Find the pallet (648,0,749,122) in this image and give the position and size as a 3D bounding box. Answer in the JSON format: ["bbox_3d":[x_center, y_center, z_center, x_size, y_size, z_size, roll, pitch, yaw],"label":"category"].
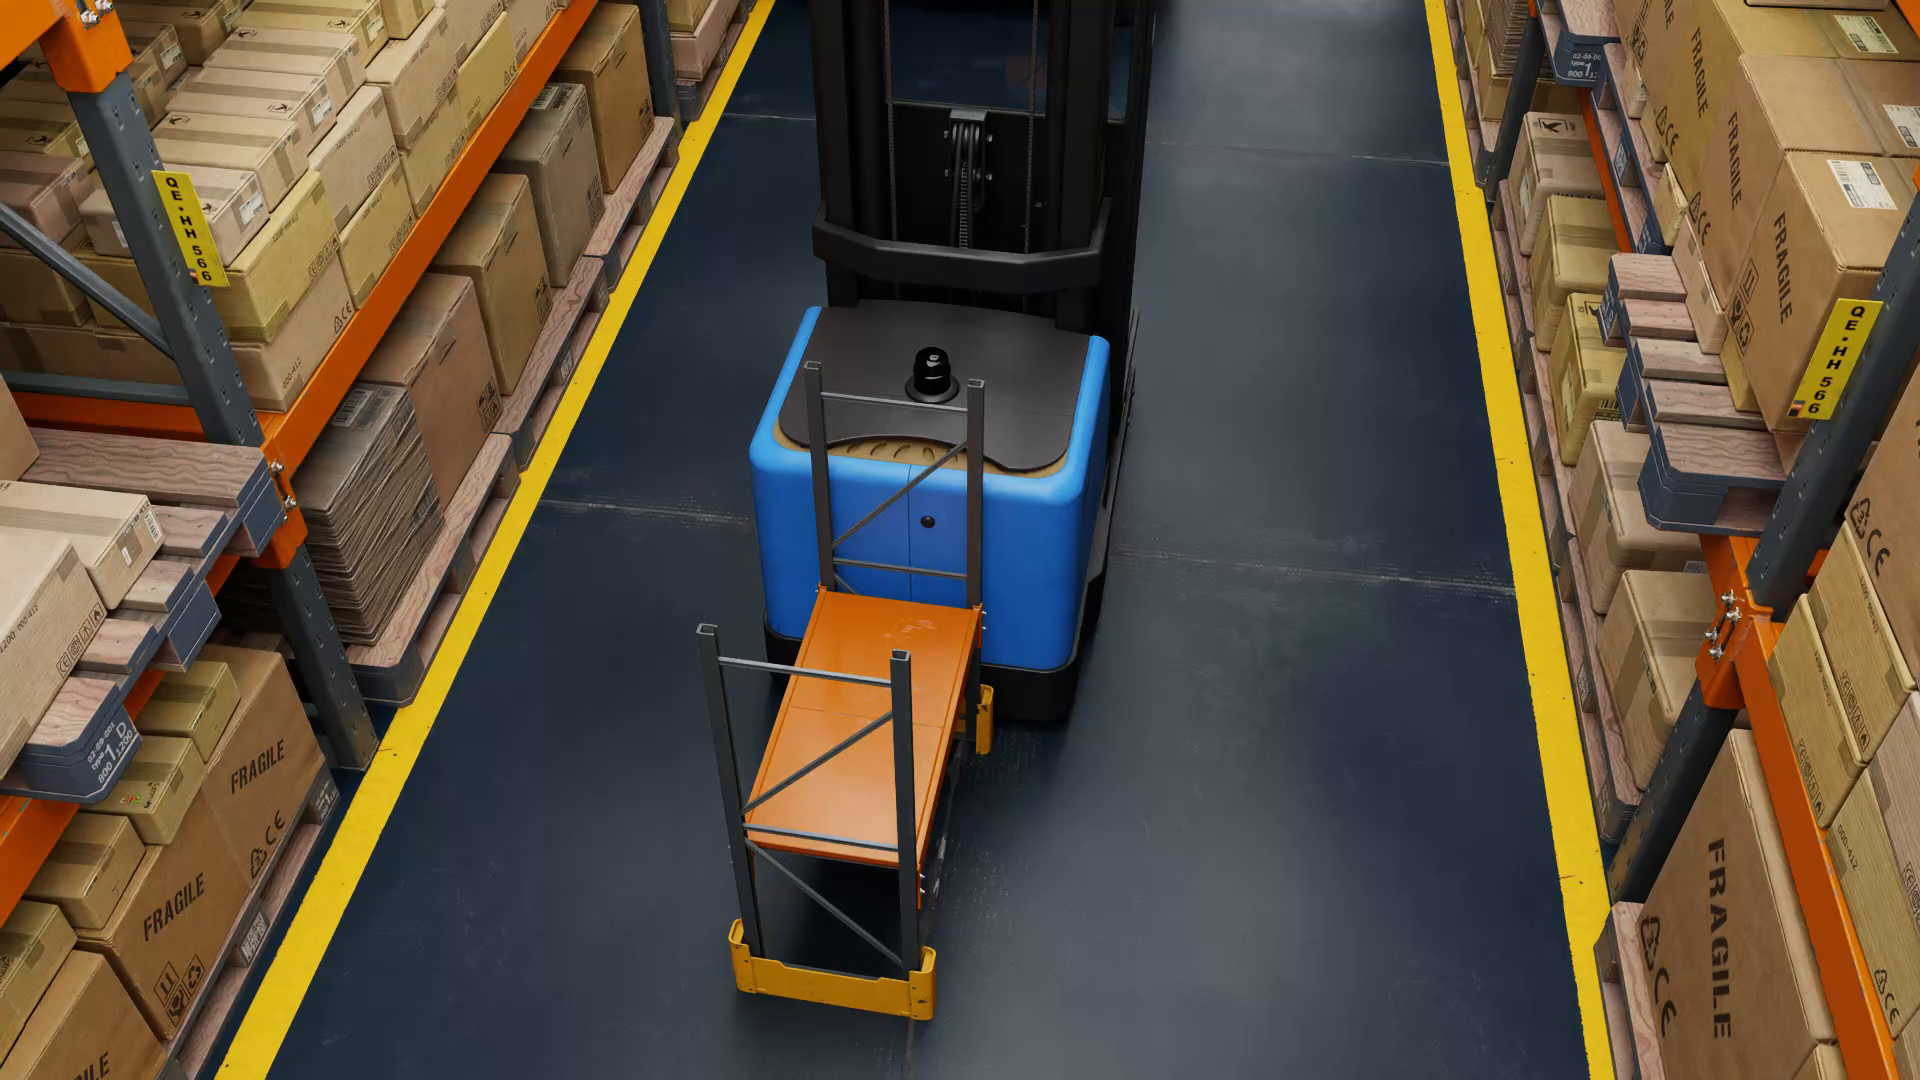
[{"bbox_3d":[-1.756,-2.665,8.910,1.003,0.211,1.213,5,44,6],"label":"pallet"}]

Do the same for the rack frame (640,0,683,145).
[{"bbox_3d":[-1.903,-3.139,7.383,1.000,3.000,0.127,5,44,6],"label":"rack frame"}]

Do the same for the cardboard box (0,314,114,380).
[{"bbox_3d":[-2.626,-0.688,4.904,0.500,0.250,0.500,4,44,5],"label":"cardboard box"}]

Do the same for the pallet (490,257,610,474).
[{"bbox_3d":[-2.120,-0.787,6.927,1.003,0.211,1.213,5,44,6],"label":"pallet"}]

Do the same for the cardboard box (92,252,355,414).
[{"bbox_3d":[-2.131,-0.639,4.852,0.500,0.250,0.500,5,44,6],"label":"cardboard box"}]

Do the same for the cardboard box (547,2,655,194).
[{"bbox_3d":[-1.960,-2.072,7.679,0.875,0.625,0.625,7,44,7],"label":"cardboard box"}]

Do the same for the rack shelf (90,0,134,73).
[{"bbox_3d":[-2.167,-2.604,5.160,1.077,0.370,4.000,5,44,6],"label":"rack shelf"}]

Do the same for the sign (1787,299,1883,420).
[{"bbox_3d":[1.950,-0.399,3.705,0.100,0.325,0.005,5,44,6],"label":"sign"}]

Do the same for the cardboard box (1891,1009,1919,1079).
[{"bbox_3d":[2.050,1.110,3.006,0.500,0.250,0.500,7,44,7],"label":"cardboard box"}]

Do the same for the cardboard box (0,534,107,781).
[{"bbox_3d":[-2.250,0.238,3.621,0.500,0.250,0.500,3,44,4],"label":"cardboard box"}]

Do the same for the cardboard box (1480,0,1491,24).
[{"bbox_3d":[2.896,-2.891,8.271,0.500,0.500,0.500,6,44,6],"label":"cardboard box"}]

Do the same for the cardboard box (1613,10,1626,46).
[{"bbox_3d":[2.553,-1.863,5.913,0.380,0.149,0.250,6,44,6],"label":"cardboard box"}]

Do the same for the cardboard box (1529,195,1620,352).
[{"bbox_3d":[2.859,-1.041,6.773,0.950,0.372,0.625,8,44,8],"label":"cardboard box"}]

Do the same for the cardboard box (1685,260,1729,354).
[{"bbox_3d":[2.252,-0.635,4.617,0.380,0.149,0.250,5,44,5],"label":"cardboard box"}]

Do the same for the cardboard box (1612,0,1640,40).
[{"bbox_3d":[2.527,-2.016,5.603,0.500,0.500,0.500,5,44,5],"label":"cardboard box"}]

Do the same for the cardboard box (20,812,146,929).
[{"bbox_3d":[-2.330,0.831,4.232,0.380,0.149,0.250,4,44,4],"label":"cardboard box"}]

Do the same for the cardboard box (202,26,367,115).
[{"bbox_3d":[-2.033,-1.414,5.017,0.380,0.149,0.250,6,44,6],"label":"cardboard box"}]

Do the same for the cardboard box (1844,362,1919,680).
[{"bbox_3d":[2.182,-0.050,3.321,0.500,0.500,0.500,4,44,4],"label":"cardboard box"}]

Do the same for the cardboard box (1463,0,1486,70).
[{"bbox_3d":[2.890,-2.635,8.546,0.500,0.250,0.500,4,44,4],"label":"cardboard box"}]

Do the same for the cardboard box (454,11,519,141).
[{"bbox_3d":[-1.928,-1.686,5.958,0.500,0.250,0.500,7,44,7],"label":"cardboard box"}]

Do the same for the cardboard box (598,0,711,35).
[{"bbox_3d":[-1.533,-2.776,8.331,0.500,0.250,0.500,5,44,5],"label":"cardboard box"}]

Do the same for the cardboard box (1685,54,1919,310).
[{"bbox_3d":[2.331,-0.949,4.476,0.500,0.500,0.500,5,44,5],"label":"cardboard box"}]

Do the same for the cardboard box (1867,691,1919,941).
[{"bbox_3d":[2.108,0.584,3.197,0.500,0.250,0.500,6,44,7],"label":"cardboard box"}]

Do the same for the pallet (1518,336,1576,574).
[{"bbox_3d":[2.758,-0.313,6.427,1.003,0.211,1.213,5,44,6],"label":"pallet"}]

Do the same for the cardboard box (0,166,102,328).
[{"bbox_3d":[-2.648,-0.871,4.734,0.500,0.250,0.500,6,44,6],"label":"cardboard box"}]

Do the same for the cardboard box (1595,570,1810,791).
[{"bbox_3d":[2.574,0.453,5.195,0.950,0.372,0.625,3,43,3],"label":"cardboard box"}]

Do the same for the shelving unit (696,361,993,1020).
[{"bbox_3d":[-0.273,0.441,4.694,0.587,1.500,1.083,7,44,7],"label":"shelving unit"}]

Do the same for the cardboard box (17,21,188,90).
[{"bbox_3d":[-2.607,-1.458,5.063,0.380,0.149,0.250,4,44,5],"label":"cardboard box"}]

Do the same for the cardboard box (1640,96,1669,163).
[{"bbox_3d":[2.426,-1.333,5.354,0.380,0.149,0.250,4,44,4],"label":"cardboard box"}]

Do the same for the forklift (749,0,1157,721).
[{"bbox_3d":[0.110,-1.487,5.689,1.130,2.935,3.031,7,44,7],"label":"forklift"}]

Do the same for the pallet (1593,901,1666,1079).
[{"bbox_3d":[2.310,1.579,4.429,1.003,0.211,1.213,5,44,6],"label":"pallet"}]

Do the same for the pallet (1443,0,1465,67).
[{"bbox_3d":[3.231,-2.972,9.236,1.003,0.211,1.213,5,44,6],"label":"pallet"}]

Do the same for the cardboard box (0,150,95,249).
[{"bbox_3d":[-2.589,-0.925,4.500,0.380,0.149,0.250,7,44,7],"label":"cardboard box"}]

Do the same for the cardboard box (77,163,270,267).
[{"bbox_3d":[-2.097,-0.875,4.448,0.380,0.149,0.250,6,44,7],"label":"cardboard box"}]

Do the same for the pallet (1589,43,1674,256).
[{"bbox_3d":[2.710,-1.247,5.525,1.003,0.211,1.213,5,44,6],"label":"pallet"}]

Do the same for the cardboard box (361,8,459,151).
[{"bbox_3d":[-1.976,-1.516,5.415,0.500,0.250,0.500,4,44,4],"label":"cardboard box"}]

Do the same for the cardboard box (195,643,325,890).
[{"bbox_3d":[-2.274,0.650,4.894,0.500,0.500,0.500,6,44,7],"label":"cardboard box"}]

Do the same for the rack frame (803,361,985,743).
[{"bbox_3d":[-0.182,0.091,5.063,0.500,1.500,0.032,7,44,7],"label":"rack frame"}]

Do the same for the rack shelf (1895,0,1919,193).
[{"bbox_3d":[2.754,-2.155,4.686,1.077,0.370,4.000,5,44,6],"label":"rack shelf"}]

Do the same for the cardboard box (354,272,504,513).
[{"bbox_3d":[-2.257,-0.573,6.095,0.875,0.625,0.625,7,44,7],"label":"cardboard box"}]

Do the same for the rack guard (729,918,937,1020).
[{"bbox_3d":[-0.361,1.232,4.767,0.587,0.250,0.087,7,44,7],"label":"rack guard"}]

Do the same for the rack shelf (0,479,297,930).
[{"bbox_3d":[-2.696,1.211,3.312,1.077,0.370,4.000,5,44,6],"label":"rack shelf"}]
